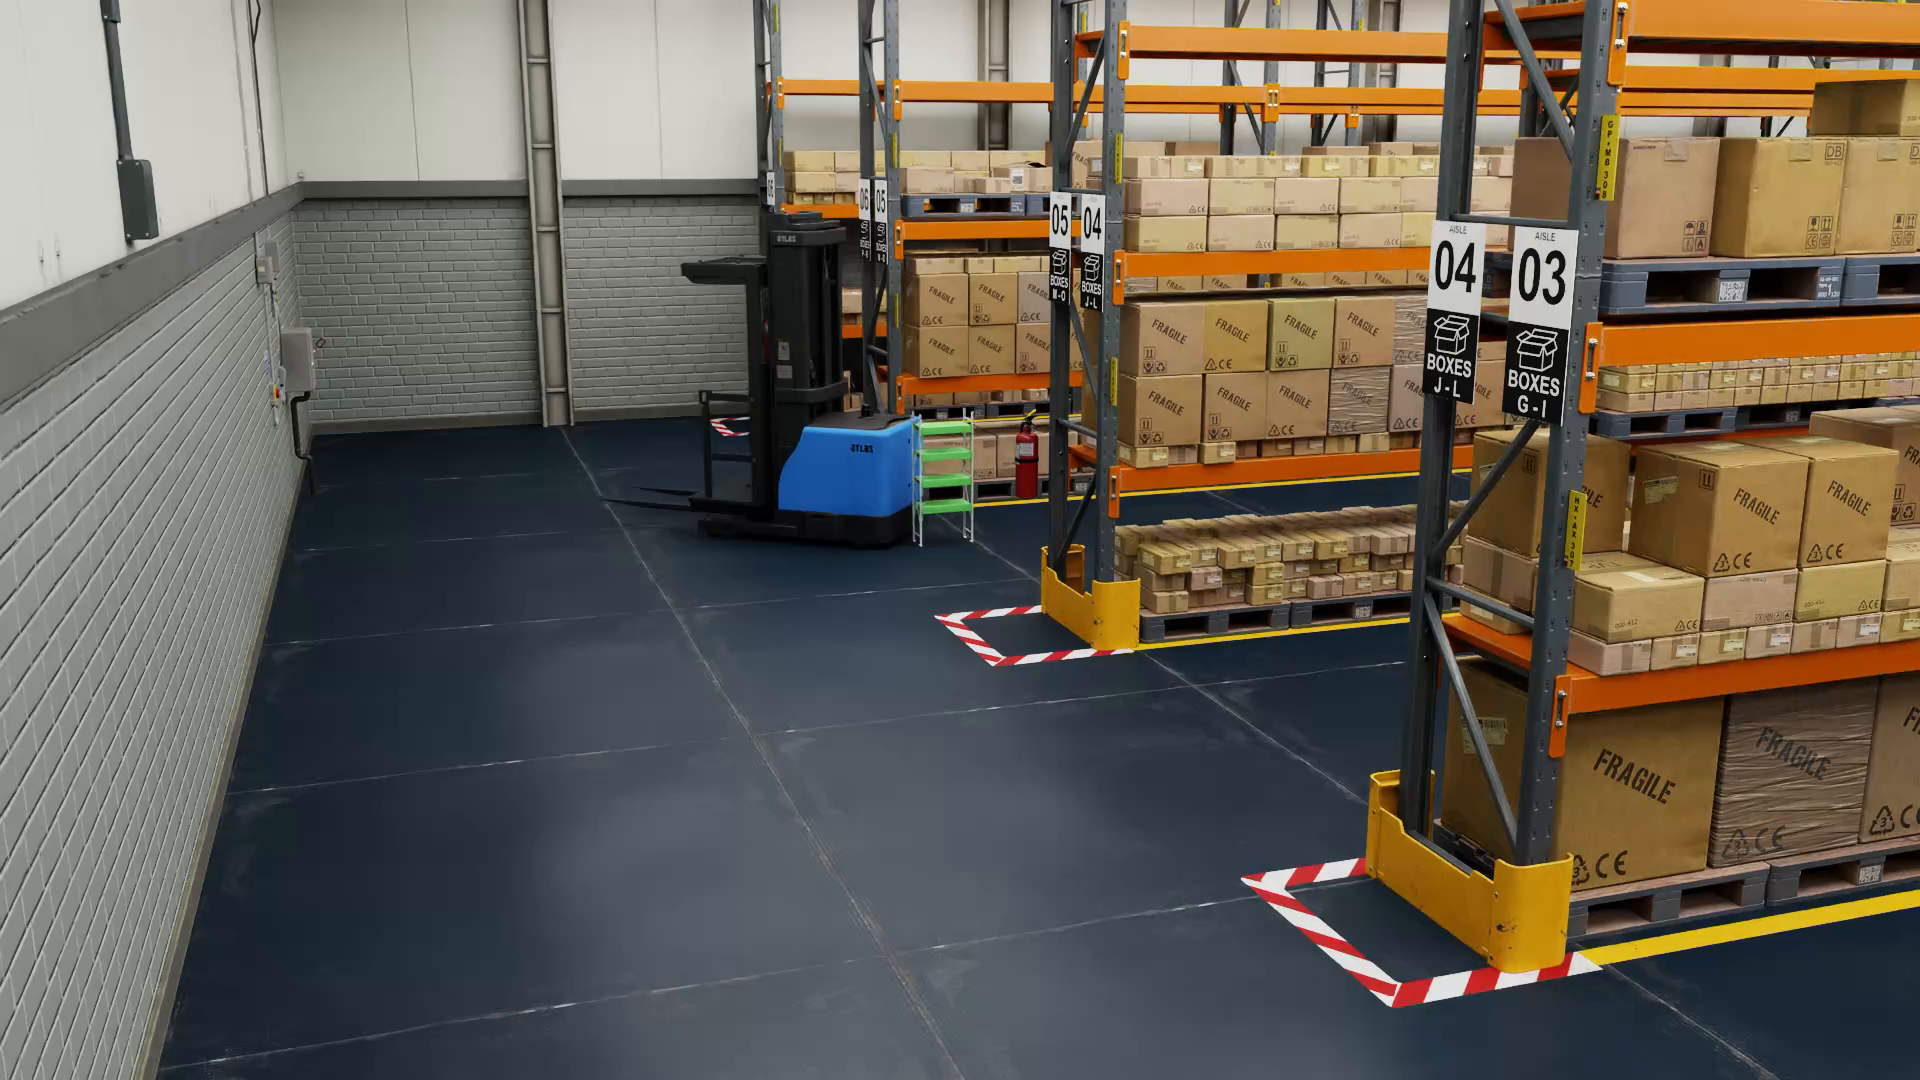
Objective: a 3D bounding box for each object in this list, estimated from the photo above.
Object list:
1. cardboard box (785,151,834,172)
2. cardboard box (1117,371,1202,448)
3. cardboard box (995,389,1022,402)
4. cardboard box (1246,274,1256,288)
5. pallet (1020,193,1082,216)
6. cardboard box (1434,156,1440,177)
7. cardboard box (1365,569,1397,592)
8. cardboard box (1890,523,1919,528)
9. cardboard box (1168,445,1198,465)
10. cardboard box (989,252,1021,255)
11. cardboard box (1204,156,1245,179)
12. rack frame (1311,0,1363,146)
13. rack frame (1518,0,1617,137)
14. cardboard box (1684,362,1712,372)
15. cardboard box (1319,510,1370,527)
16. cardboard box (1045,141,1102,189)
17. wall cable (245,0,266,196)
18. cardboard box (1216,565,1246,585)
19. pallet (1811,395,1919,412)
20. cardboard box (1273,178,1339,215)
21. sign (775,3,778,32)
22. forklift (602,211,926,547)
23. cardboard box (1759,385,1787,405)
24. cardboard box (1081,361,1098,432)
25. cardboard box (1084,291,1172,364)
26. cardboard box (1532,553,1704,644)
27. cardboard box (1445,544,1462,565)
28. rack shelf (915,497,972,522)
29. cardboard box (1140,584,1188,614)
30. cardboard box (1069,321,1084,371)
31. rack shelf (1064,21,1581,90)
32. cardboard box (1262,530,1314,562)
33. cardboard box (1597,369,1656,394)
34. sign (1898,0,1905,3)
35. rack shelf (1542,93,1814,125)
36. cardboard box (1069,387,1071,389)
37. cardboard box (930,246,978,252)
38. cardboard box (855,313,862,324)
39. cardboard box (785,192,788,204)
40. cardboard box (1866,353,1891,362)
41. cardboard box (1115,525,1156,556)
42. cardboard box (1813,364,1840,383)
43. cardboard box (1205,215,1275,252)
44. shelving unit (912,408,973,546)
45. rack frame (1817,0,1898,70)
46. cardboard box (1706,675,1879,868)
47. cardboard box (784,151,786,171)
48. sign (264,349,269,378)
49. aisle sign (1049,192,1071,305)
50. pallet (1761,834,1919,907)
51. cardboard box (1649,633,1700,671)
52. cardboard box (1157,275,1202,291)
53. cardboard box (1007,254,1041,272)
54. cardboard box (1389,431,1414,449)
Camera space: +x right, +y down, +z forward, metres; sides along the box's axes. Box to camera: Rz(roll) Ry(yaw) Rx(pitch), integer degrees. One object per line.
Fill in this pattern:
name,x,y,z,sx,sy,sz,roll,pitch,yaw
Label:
cardboard box,-1.871,-4.714,20.705,0.500,0.250,0.500,-5,14,-19
cardboard box,1.403,-0.961,11.951,0.500,0.500,0.500,-4,14,-15
cardboard box,0.647,-2.000,22.175,0.258,0.266,0.396,-4,14,-16
cardboard box,3.349,-2.792,18.129,0.500,0.500,0.500,-4,14,-16
pallet,1.073,-3.438,16.930,1.213,0.211,1.003,-4,14,-18
cardboard box,3.486,-2.752,12.239,0.250,0.149,0.380,-5,14,-20
cardboard box,3.168,0.277,12.859,0.250,0.149,0.380,-4,14,-17
cardboard box,4.676,-0.015,8.512,0.500,0.250,0.500,-4,14,-17
cardboard box,1.529,-0.653,12.057,0.250,0.149,0.380,-4,14,-16
cardboard box,0.464,-2.870,17.053,0.250,0.149,0.380,-5,14,-19
cardboard box,1.797,-2.612,11.648,0.250,0.149,0.380,-4,14,-18
rack frame,5.211,-6.471,23.009,0.127,3.000,1.000,-4,14,-18
rack frame,4.681,-4.009,12.659,0.127,3.000,1.000,-4,14,-18
cardboard box,5.707,-1.431,13.132,0.250,0.149,0.380,-4,14,-18
cardboard box,3.045,-0.117,13.229,0.250,0.149,0.380,-5,14,-20
cardboard box,1.174,-3.750,16.713,0.500,0.500,0.500,-4,14,-17
wall cable,-6.324,-4.476,14.620,0.029,3.000,2.355,-4,14,-18
cardboard box,1.949,0.215,12.475,0.250,0.149,0.380,-4,14,-17
pallet,7.830,-1.217,14.297,1.003,0.211,1.213,-4,14,-18
cardboard box,2.365,-2.474,11.930,0.500,0.250,0.500,-4,14,-17
sign,-2.199,-6.255,19.909,0.005,0.325,0.100,-4,14,-18
forklift,-1.896,-1.552,15.441,3.031,2.935,1.130,5,14,19
cardboard box,6.437,-1.199,13.442,0.250,0.149,0.380,-5,14,-19
cardboard box,1.233,-1.078,12.443,0.500,0.500,0.500,-4,14,-17
cardboard box,1.244,-1.564,12.322,0.500,0.500,0.500,-5,14,-19
cardboard box,2.917,0.252,7.390,0.500,0.250,0.500,-5,14,-20
cardboard box,3.714,0.084,13.027,0.250,0.149,0.380,-4,14,-18
rack shelf,-0.157,-0.276,15.130,0.480,0.148,0.258,-4,14,-18
cardboard box,1.488,0.419,12.261,0.250,0.149,0.380,-4,14,-17
cardboard box,1.189,-2.012,17.012,0.500,0.500,0.500,-4,14,-16
rack shelf,2.785,-3.510,12.122,4.000,0.370,1.077,-4,14,-18
cardboard box,2.472,0.041,12.561,0.250,0.149,0.380,-4,14,-16
cardboard box,5.201,-1.246,12.997,0.250,0.149,0.380,-4,14,-17
sign,10.771,-6.088,19.038,0.005,0.325,0.100,-4,14,-18
rack shelf,8.693,-4.986,19.183,4.000,0.370,1.077,-4,14,-18
cardboard box,1.790,-2.347,23.127,0.500,0.500,0.500,-5,14,-18
cardboard box,-0.077,-3.642,22.141,0.500,0.500,0.500,-5,14,-20
cardboard box,-1.249,-2.865,21.356,0.250,0.149,0.380,-4,14,-16
cardboard box,-2.142,-4.373,21.215,0.250,0.149,0.380,-4,14,-17
cardboard box,7.415,-1.563,13.688,0.250,0.149,0.380,-4,14,-16
cardboard box,1.310,0.003,12.723,0.250,0.149,0.380,-4,14,-17
cardboard box,6.927,-1.381,13.565,0.250,0.149,0.380,-4,14,-17
cardboard box,1.897,-2.197,11.845,0.500,0.250,0.500,-4,14,-16
shelving unit,-0.157,-0.571,15.060,0.503,1.200,0.258,-4,14,-18
rack frame,10.588,-5.678,19.674,0.127,3.000,1.000,-4,14,-18
cardboard box,3.819,0.997,8.259,0.875,0.875,0.875,-4,14,-18
cardboard box,-2.039,-4.830,21.194,0.500,0.250,0.500,-5,14,-20
sign,-6.164,-1.569,14.779,0.001,0.218,0.327,-4,14,-18
aisle sign,0.725,-2.121,12.065,0.004,0.787,0.394,-4,14,-18
pallet,4.263,1.491,8.525,1.213,0.211,1.003,-4,14,-18
cardboard box,3.060,0.449,7.423,0.250,0.149,0.380,-5,14,-19
cardboard box,2.163,-2.573,17.208,0.500,0.500,0.500,-5,14,-19
cardboard box,0.624,-2.773,16.648,0.250,0.149,0.380,-4,14,-18
cardboard box,3.244,-0.799,12.671,0.250,0.149,0.380,-5,14,-19
